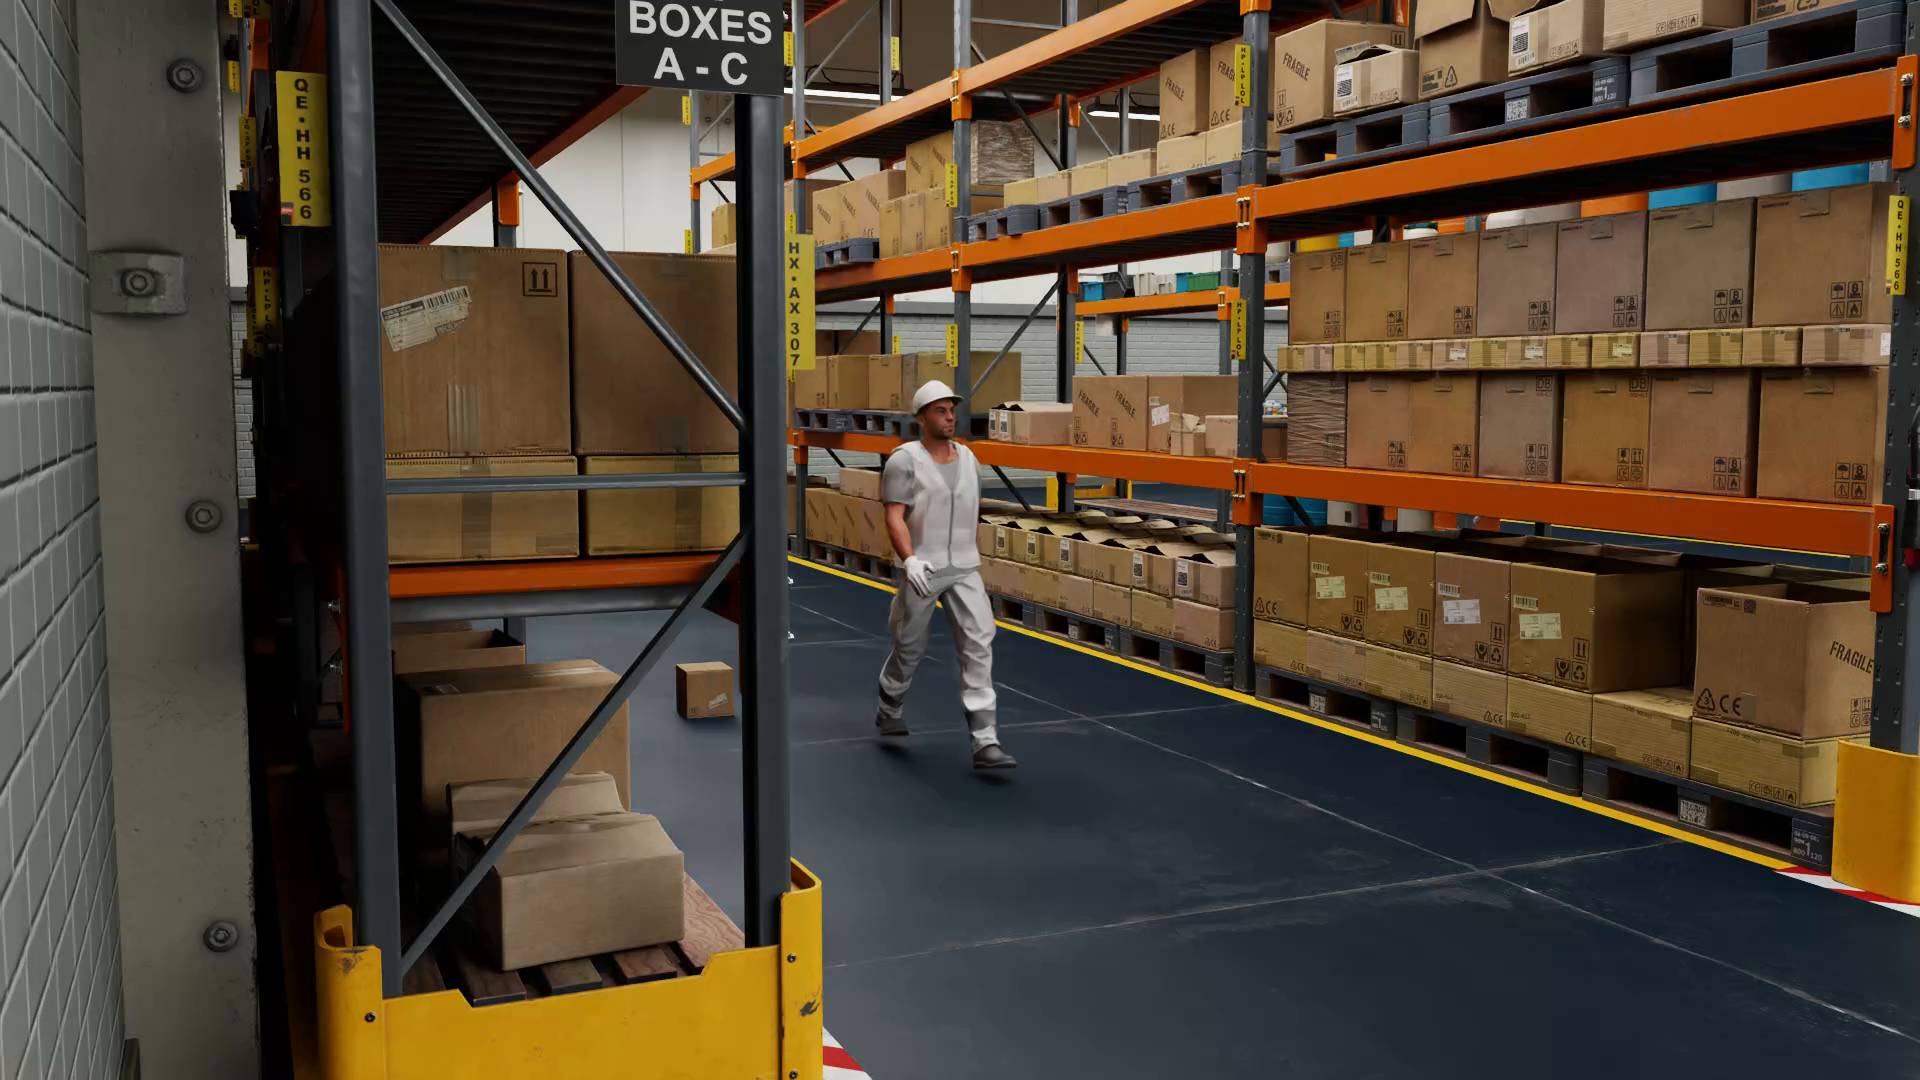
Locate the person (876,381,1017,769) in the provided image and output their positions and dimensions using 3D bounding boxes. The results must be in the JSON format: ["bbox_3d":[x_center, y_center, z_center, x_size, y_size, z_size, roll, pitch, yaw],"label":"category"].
[{"bbox_3d":[-0.087,0.145,7.570,0.538,1.735,1.089,-2,6,-25],"label":"person"}]
